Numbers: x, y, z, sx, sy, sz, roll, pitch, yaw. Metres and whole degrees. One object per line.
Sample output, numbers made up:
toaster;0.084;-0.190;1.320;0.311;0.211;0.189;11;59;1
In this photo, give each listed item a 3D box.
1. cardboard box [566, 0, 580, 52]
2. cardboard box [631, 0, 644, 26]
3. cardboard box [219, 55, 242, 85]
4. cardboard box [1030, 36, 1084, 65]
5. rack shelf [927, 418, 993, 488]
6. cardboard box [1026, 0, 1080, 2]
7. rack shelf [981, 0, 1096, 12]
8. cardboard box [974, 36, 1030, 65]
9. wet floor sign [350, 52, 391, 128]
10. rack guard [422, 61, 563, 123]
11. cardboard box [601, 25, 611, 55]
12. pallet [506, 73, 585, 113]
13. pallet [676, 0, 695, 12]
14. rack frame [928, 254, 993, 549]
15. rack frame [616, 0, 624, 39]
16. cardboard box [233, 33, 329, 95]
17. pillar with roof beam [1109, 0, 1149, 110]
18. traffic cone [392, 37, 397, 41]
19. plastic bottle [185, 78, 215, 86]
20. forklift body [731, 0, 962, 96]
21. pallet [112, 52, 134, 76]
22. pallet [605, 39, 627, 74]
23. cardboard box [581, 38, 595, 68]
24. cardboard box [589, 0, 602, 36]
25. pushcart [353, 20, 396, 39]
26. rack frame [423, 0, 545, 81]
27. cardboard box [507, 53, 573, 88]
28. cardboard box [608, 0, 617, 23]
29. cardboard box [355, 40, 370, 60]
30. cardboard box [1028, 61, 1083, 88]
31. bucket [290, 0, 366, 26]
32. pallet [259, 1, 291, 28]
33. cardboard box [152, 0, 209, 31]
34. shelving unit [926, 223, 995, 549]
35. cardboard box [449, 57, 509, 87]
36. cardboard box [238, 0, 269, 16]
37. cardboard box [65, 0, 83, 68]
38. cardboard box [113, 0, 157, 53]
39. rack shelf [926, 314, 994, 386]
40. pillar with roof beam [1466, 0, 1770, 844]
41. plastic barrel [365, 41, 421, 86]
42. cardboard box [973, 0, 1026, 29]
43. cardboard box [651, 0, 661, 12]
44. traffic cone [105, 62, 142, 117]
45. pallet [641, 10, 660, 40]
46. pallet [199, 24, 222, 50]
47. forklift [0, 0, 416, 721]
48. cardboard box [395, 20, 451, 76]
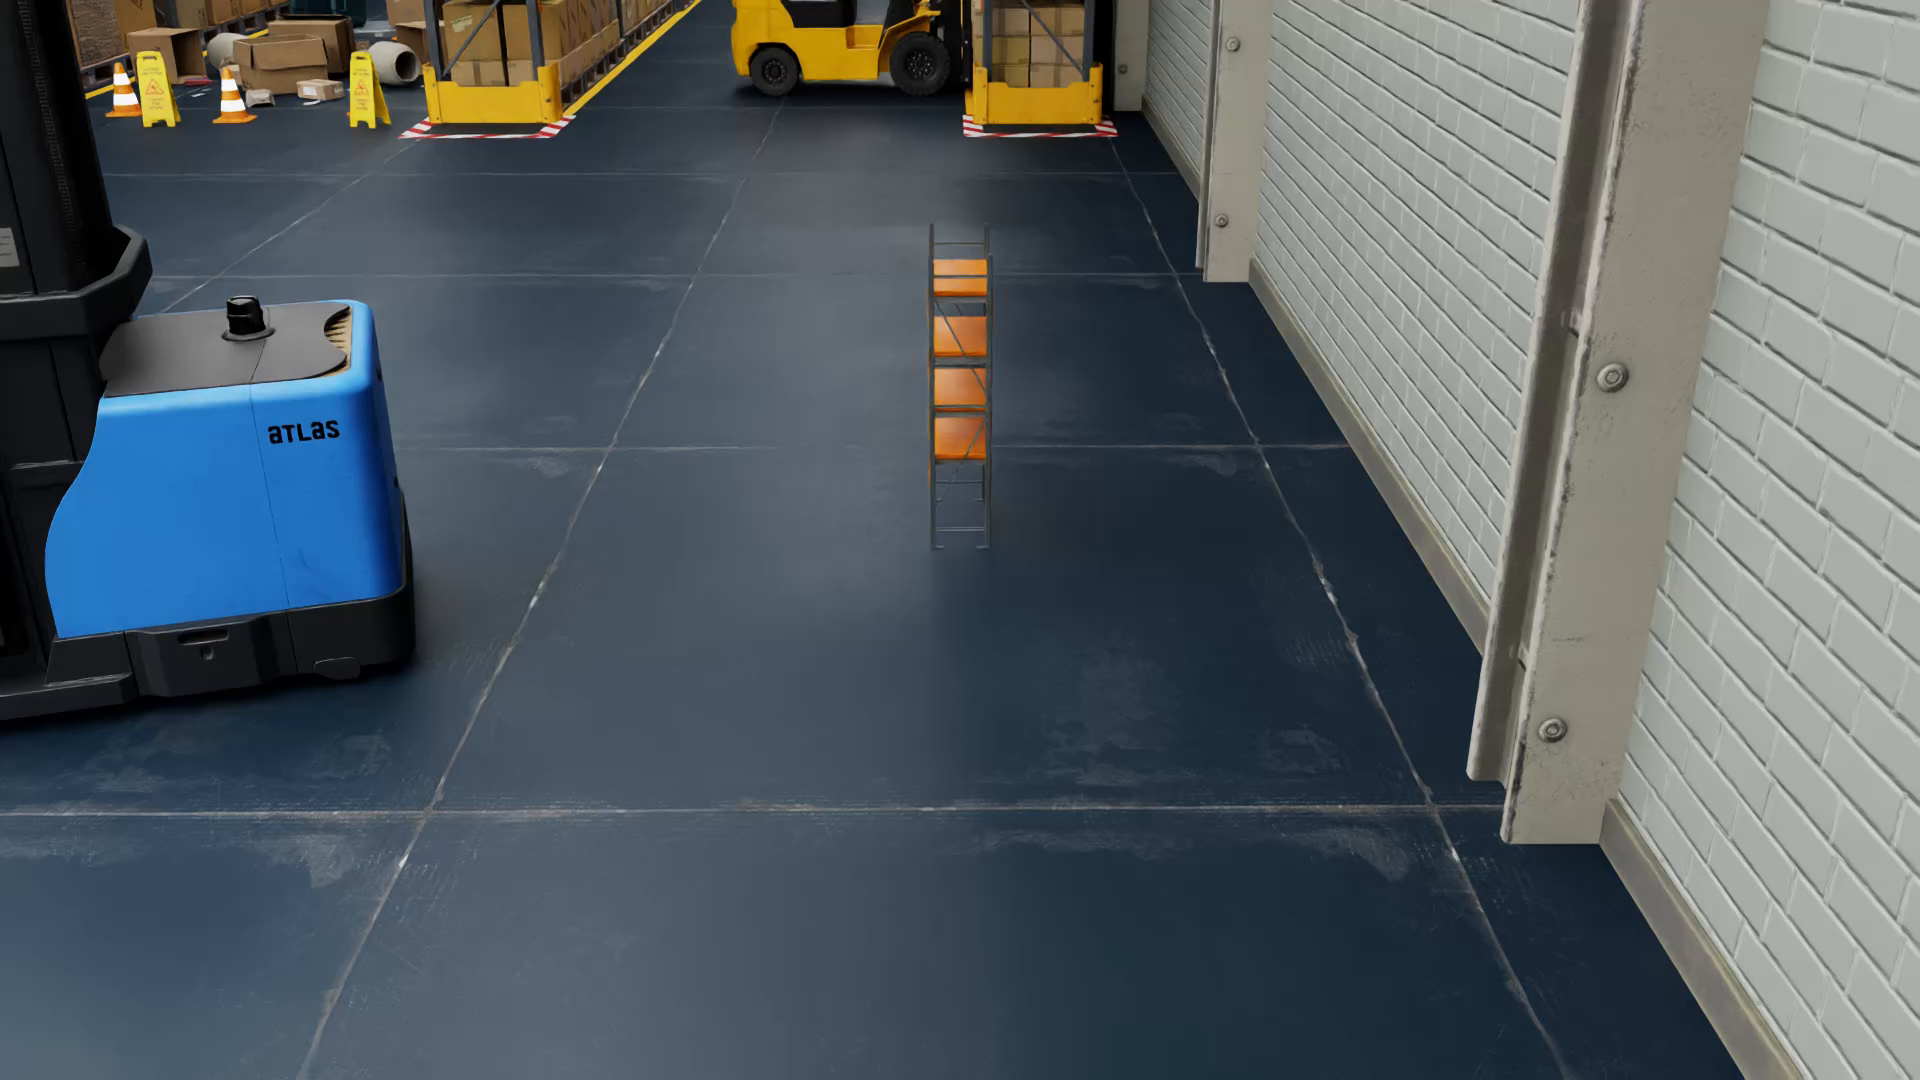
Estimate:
cardboard box;-4.003;-5.040;16.170;0.500;0.500;0.500;-1;24;-3
cardboard box;-4.323;-6.355;19.841;0.950;0.372;0.625;1;24;3
cardboard box;-7.392;-4.839;17.127;0.396;0.266;0.258;4;25;9
cardboard box;0.906;-4.585;15.469;0.500;0.250;0.500;0;24;0
rack shelf;-0.002;-0.373;6.763;0.258;0.148;0.480;0;24;-1
cardboard box;0.878;-5.023;15.830;0.500;0.250;0.500;0;24;0
rack shelf;0.681;-5.721;16.632;1.077;0.370;4.000;0;24;-1
cardboard box;0.385;-4.590;15.479;0.500;0.250;0.500;-1;24;-1
wet floor sign;-5.328;-4.045;14.910;0.267;0.644;0.232;8;26;18
rack guard;-4.261;-4.093;15.193;1.175;0.500;0.348;0;24;-1
cardboard box;-4.013;-5.326;17.712;0.500;0.250;0.500;-1;24;-2
pallet;-4.234;-4.296;15.993;1.003;0.211;1.213;0;24;-1
pallet;-4.281;-7.552;23.191;1.003;0.211;1.213;0;24;-1
rack frame;0.001;-0.514;6.431;0.240;1.200;0.015;0;24;-1
rack frame;-4.304;-6.849;18.253;1.000;3.000;0.127;0;24;-1
cardboard box;-6.811;-4.776;16.698;0.797;0.503;0.637;-19;31;-36
pillar with roof beam;-2.708;-8.229;14.026;9.100;9.000;0.400;0;24;-1
traffic cone;-6.720;-6.313;20.146;0.336;0.463;0.334;0;24;-1
plastic bottle;-7.810;-4.711;17.091;0.283;0.061;0.133;-9;26;-19
forklift body;-1.142;-5.611;16.546;2.313;2.155;1.214;0;24;-1
pallet;-9.322;-5.201;17.993;1.003;0.211;1.213;0;24;-1
pallet;-4.261;-5.302;18.216;1.003;0.211;1.213;0;24;-1
cardboard box;-4.009;-4.908;16.789;0.500;0.250;0.500;1;24;3
cardboard box;-4.015;-5.467;17.114;0.500;0.500;0.500;1;24;2
pushcart;-6.583;-5.623;18.725;1.648;0.377;0.936;-9;26;-19
rack frame;-4.260;-5.201;14.609;1.000;3.000;0.127;0;24;-1
cardboard box;-3.992;-4.473;15.826;0.500;0.250;0.500;0;24;-1
cardboard box;-4.029;-5.886;18.042;0.500;0.500;0.500;-1;24;-1
cardboard box;-6.441;-5.258;18.053;0.258;0.266;0.396;-19;31;-36
cardboard box;0.893;-4.366;15.591;0.500;0.250;0.500;0;24;0
bucket;-6.946;-5.940;18.372;0.726;0.611;0.620;8;16;18
pallet;-9.363;-6.837;21.612;1.003;0.211;1.213;0;24;-1
cardboard box;-9.349;-6.207;19.053;1.050;0.750;0.750;0;24;-1
shelving unit;-0.002;-0.615;6.654;0.258;1.200;0.503;0;24;-1
cardboard box;-4.538;-4.481;15.844;0.500;0.250;0.500;0;24;-1
cardboard box;-9.366;-6.988;20.781;1.050;0.750;0.750;0;24;0
cardboard box;-9.294;-5.002;16.238;0.875;0.875;0.875;-1;24;-1
cardboard box;-9.316;-5.749;17.889;0.875;0.875;0.875;0;24;0
rack shelf;-0.002;-0.757;6.589;0.258;0.148;0.480;0;24;-1
pillar with roof beam;-2.577;-3.285;3.093;9.100;9.000;0.400;0;24;-1
plastic barrel;-5.797;-4.871;17.006;0.512;0.421;0.421;19;30;35
cardboard box;0.375;-5.017;15.817;0.500;0.250;0.500;0;24;0
cardboard box;-4.335;-6.954;21.165;0.950;0.372;0.625;-1;24;-2
traffic cone;-7.795;-4.206;15.488;0.336;0.463;0.334;0;24;-1
pallet;-4.330;-6.403;20.651;1.003;0.211;1.213;0;24;-1
pallet;-9.336;-5.832;19.389;1.003;0.211;1.213;0;24;-1
forklift;-3.459;-0.881;5.142;3.031;2.935;1.130;-7;25;-16
cardboard box;-5.653;-5.263;17.778;0.500;0.500;0.500;19;30;35
